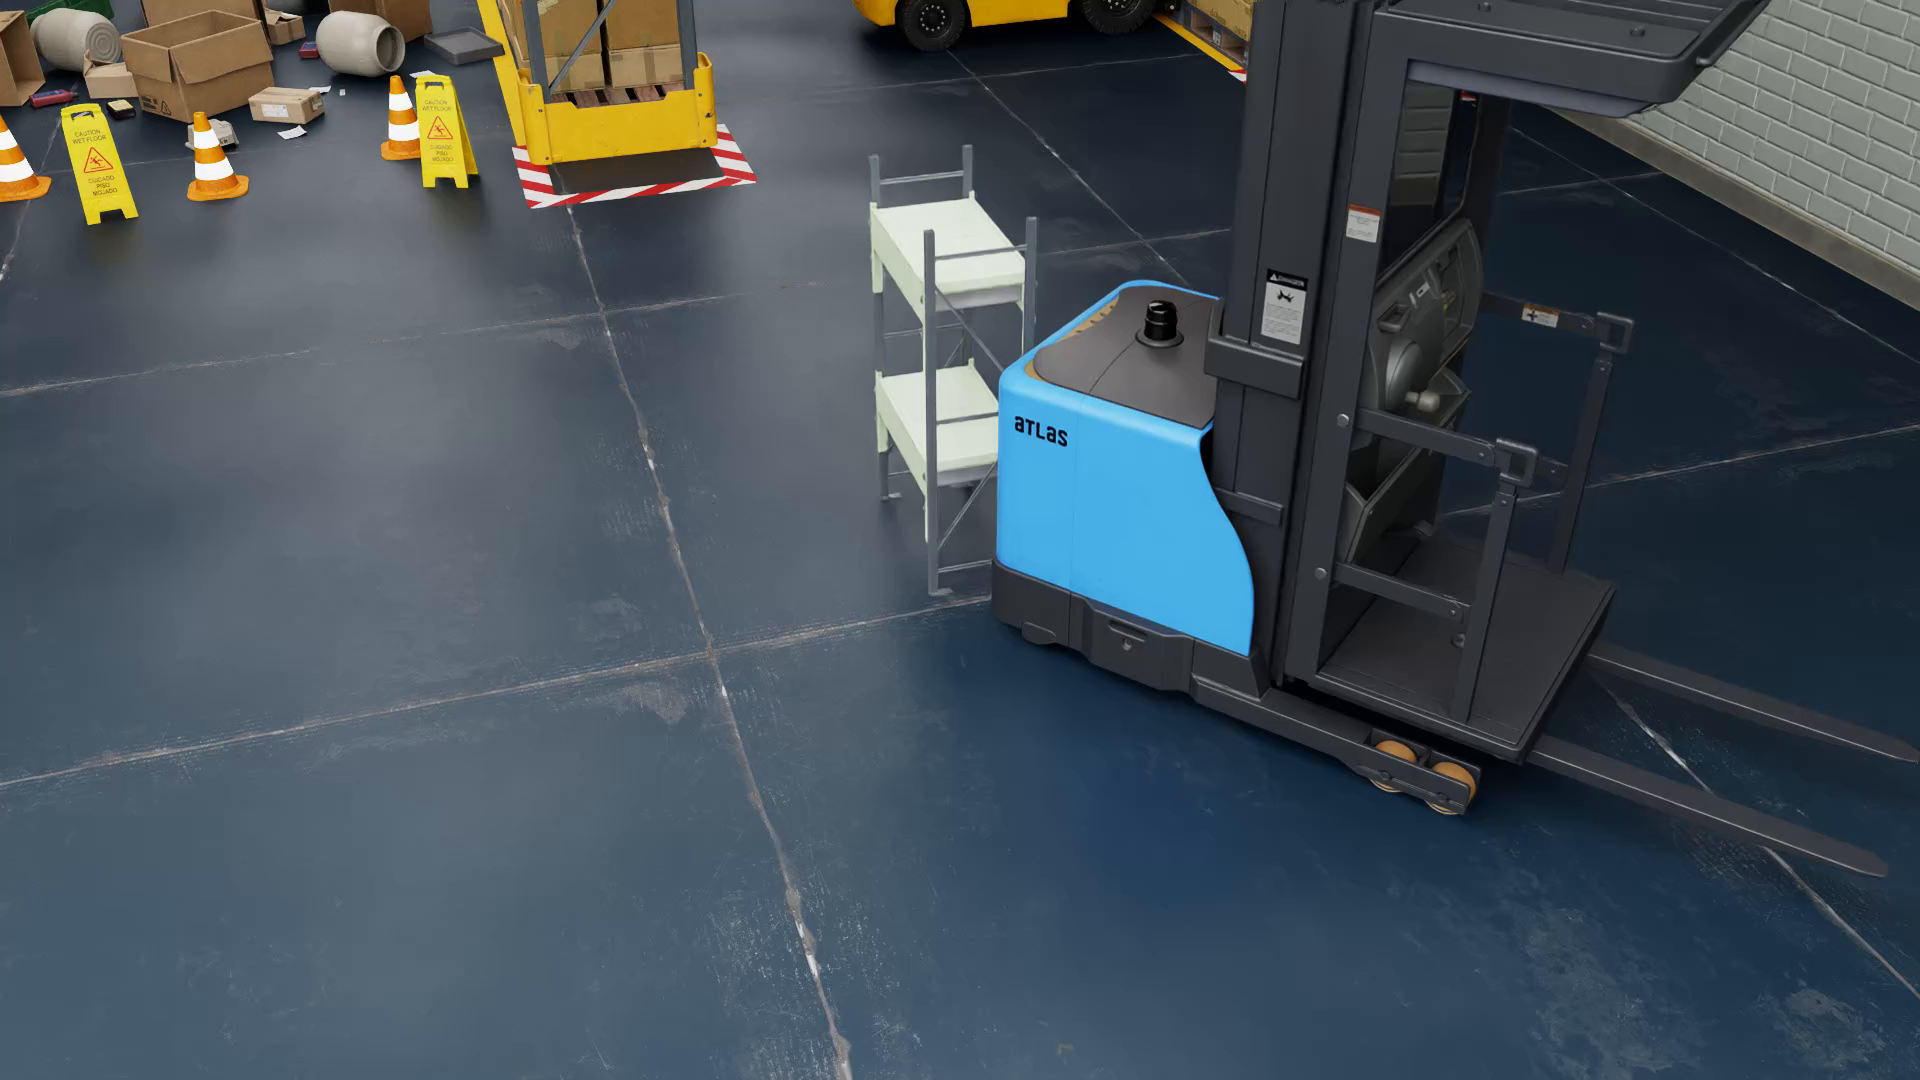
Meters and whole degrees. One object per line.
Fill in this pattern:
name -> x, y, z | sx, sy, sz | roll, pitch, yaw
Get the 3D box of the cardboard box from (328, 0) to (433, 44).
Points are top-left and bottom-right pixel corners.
cardboard box -> -4.296, -3.967, 12.297 | 0.500, 0.500, 0.500 | 13, 36, 18

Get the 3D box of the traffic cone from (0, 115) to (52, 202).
traffic cone -> -5.600, -2.274, 9.771 | 0.336, 0.463, 0.334 | -10, 35, -15

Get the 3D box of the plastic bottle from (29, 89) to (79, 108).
plastic bottle -> -6.106, -2.983, 11.208 | 0.283, 0.061, 0.133 | -23, 40, -31

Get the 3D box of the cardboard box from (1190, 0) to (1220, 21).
cardboard box -> 2.032, -4.021, 12.227 | 0.500, 0.250, 0.500 | -10, 35, -15

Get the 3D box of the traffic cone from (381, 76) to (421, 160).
traffic cone -> -3.466, -2.650, 10.341 | 0.336, 0.463, 0.334 | -10, 35, -15

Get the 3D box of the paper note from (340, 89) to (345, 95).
paper note -> -4.225, -3.063, 11.376 | 0.032, 0.001, 0.123 | -10, 35, -15

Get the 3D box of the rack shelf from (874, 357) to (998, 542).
rack shelf -> -0.037, -0.367, 6.537 | 0.431, 0.370, 0.720 | -10, 35, -14

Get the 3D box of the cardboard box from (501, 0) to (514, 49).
cardboard box -> -2.925, -3.654, 11.672 | 0.500, 0.250, 0.500 | -11, 35, -16

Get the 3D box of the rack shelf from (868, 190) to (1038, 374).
rack shelf -> -0.037, -0.965, 6.142 | 0.431, 0.370, 0.720 | -10, 35, -14

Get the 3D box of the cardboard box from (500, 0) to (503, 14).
cardboard box -> -3.066, -3.916, 12.069 | 0.500, 0.250, 0.500 | -10, 35, -15

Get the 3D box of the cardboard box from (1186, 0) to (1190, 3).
cardboard box -> 1.888, -4.285, 12.627 | 0.500, 0.250, 0.500 | -10, 35, -14

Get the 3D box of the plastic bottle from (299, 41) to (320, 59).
plastic bottle -> -4.719, -3.581, 12.114 | 0.133, 0.061, 0.283 | -4, 34, -6

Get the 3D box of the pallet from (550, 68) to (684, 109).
pallet -> -2.344, -3.009, 11.112 | 1.003, 0.211, 1.213 | -10, 35, -15

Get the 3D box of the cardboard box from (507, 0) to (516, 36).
cardboard box -> -2.762, -3.691, 11.048 | 0.500, 0.500, 0.500 | -9, 34, -13

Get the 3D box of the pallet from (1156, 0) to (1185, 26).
pallet -> 1.978, -4.407, 13.228 | 1.003, 0.211, 1.213 | -10, 35, -15

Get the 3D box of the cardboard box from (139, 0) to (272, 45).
cardboard box -> -5.347, -3.701, 11.771 | 0.797, 0.637, 0.503 | -10, 35, -15

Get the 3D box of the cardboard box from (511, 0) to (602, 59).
cardboard box -> -2.599, -3.418, 10.634 | 0.500, 0.500, 0.500 | -10, 35, -14

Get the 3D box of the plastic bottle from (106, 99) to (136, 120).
plastic bottle -> -5.577, -2.865, 11.030 | 0.133, 0.061, 0.283 | -23, 40, -31

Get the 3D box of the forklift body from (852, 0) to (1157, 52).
forklift body -> 0.303, -4.871, 12.171 | 2.313, 2.155, 1.214 | -10, 35, -15

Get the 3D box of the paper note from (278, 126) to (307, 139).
paper note -> -4.291, -2.623, 10.691 | 0.148, 0.019, 0.142 | -23, 40, -31

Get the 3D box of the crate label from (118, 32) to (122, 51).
crate label -> -6.280, -3.639, 12.132 | 0.250, 0.136, 0.298 | 19, 38, 26

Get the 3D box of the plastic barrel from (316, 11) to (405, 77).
plastic barrel -> -4.179, -3.455, 11.595 | 0.512, 0.421, 0.421 | 13, 36, 18

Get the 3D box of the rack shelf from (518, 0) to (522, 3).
rack shelf -> -2.717, -4.450, 11.416 | 1.077, 0.370, 4.000 | -10, 35, -15

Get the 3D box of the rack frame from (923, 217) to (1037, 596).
rack frame -> 0.071, -0.447, 6.065 | 0.400, 1.500, 0.023 | -10, 35, -14

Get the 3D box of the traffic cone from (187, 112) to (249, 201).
traffic cone -> -4.420, -2.285, 9.789 | 0.336, 0.463, 0.334 | -10, 35, -15

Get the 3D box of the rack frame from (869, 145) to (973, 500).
rack frame -> -0.146, -0.832, 6.649 | 0.400, 1.500, 0.023 | -10, 35, -14

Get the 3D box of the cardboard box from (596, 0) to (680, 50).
cardboard box -> -2.097, -3.523, 10.794 | 0.500, 0.500, 0.500 | -11, 35, -16

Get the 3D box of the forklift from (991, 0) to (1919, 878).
forklift -> 1.627, -0.667, 5.101 | 3.031, 2.935, 1.130 | 20, 38, 28

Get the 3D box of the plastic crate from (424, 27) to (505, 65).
plastic crate -> -3.629, -3.620, 12.155 | 0.402, 0.080, 0.583 | -23, 40, -31

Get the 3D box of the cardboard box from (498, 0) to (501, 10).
cardboard box -> -3.230, -4.195, 12.490 | 0.500, 0.250, 0.500 | -8, 34, -12

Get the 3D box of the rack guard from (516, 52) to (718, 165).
rack guard -> -2.130, -2.697, 10.378 | 1.175, 0.500, 0.348 | -10, 35, -15

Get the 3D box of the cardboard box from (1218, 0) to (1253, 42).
cardboard box -> 2.175, -3.758, 11.830 | 0.500, 0.250, 0.500 | -10, 35, -14

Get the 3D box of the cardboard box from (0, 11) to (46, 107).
cardboard box -> -6.559, -3.230, 11.183 | 0.500, 0.500, 0.500 | -4, 34, -6

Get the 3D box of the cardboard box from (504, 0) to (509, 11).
cardboard box -> -2.909, -3.957, 11.451 | 0.500, 0.500, 0.500 | -11, 35, -16

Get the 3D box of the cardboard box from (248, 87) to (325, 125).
cardboard box -> -4.430, -2.859, 10.941 | 0.380, 0.149, 0.250 | 7, 34, 10

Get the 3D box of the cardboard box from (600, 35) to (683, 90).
cardboard box -> -2.089, -3.198, 10.982 | 0.500, 0.250, 0.500 | -10, 35, -15

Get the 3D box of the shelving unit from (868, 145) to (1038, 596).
shelving unit -> -0.037, -0.639, 6.357 | 0.431, 1.500, 0.755 | -10, 35, -14

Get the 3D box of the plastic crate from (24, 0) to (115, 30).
plastic crate -> -6.710, -3.894, 12.421 | 0.450, 0.188, 0.662 | -2, 32, 16

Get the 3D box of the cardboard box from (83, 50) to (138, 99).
cardboard box -> -5.732, -3.181, 11.323 | 0.396, 0.266, 0.258 | -4, 34, -6

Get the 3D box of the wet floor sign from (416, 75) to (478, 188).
wet floor sign -> -3.068, -2.438, 9.854 | 0.267, 0.644, 0.232 | 1, 33, 2

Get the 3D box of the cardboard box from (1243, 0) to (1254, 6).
cardboard box -> 2.173, -3.976, 11.706 | 0.500, 0.250, 0.500 | -10, 35, -15

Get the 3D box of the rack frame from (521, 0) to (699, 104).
rack frame -> -2.107, -3.700, 9.628 | 1.000, 3.000, 0.127 | -10, 35, -15

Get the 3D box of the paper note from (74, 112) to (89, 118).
paper note -> -5.809, -2.806, 10.988 | 0.032, 0.001, 0.123 | 7, 34, 10

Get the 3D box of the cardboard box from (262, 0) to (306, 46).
cardboard box -> -5.122, -3.871, 12.367 | 0.396, 0.266, 0.258 | 19, 38, 26

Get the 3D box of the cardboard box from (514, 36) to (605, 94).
cardboard box -> -2.617, -3.120, 10.864 | 0.500, 0.250, 0.500 | -10, 35, -15

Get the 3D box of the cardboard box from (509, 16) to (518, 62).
cardboard box -> -2.760, -3.380, 11.258 | 0.500, 0.250, 0.500 | -10, 35, -15

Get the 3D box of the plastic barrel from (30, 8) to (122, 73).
plastic barrel -> -6.203, -3.502, 11.666 | 0.512, 0.421, 0.421 | 13, 36, 18

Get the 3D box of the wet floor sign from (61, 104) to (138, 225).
wet floor sign -> -4.896, -2.150, 9.418 | 0.267, 0.644, 0.232 | -16, 37, -23

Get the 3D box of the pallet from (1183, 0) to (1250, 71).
pallet -> 2.346, -3.768, 12.260 | 1.003, 0.211, 1.213 | -10, 35, -15

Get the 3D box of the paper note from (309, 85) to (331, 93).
paper note -> -4.407, -3.089, 11.408 | 0.148, 0.019, 0.142 | 1, 33, 2

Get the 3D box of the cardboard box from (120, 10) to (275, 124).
cardboard box -> -5.054, -3.155, 11.068 | 0.637, 0.503, 0.797 | 19, 38, 26

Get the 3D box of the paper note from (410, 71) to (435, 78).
paper note -> -3.770, -3.274, 11.676 | 0.142, 0.019, 0.148 | -23, 40, -31

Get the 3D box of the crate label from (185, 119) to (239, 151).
crate label -> -4.719, -2.552, 10.487 | 0.298, 0.136, 0.250 | 27, 42, 34
